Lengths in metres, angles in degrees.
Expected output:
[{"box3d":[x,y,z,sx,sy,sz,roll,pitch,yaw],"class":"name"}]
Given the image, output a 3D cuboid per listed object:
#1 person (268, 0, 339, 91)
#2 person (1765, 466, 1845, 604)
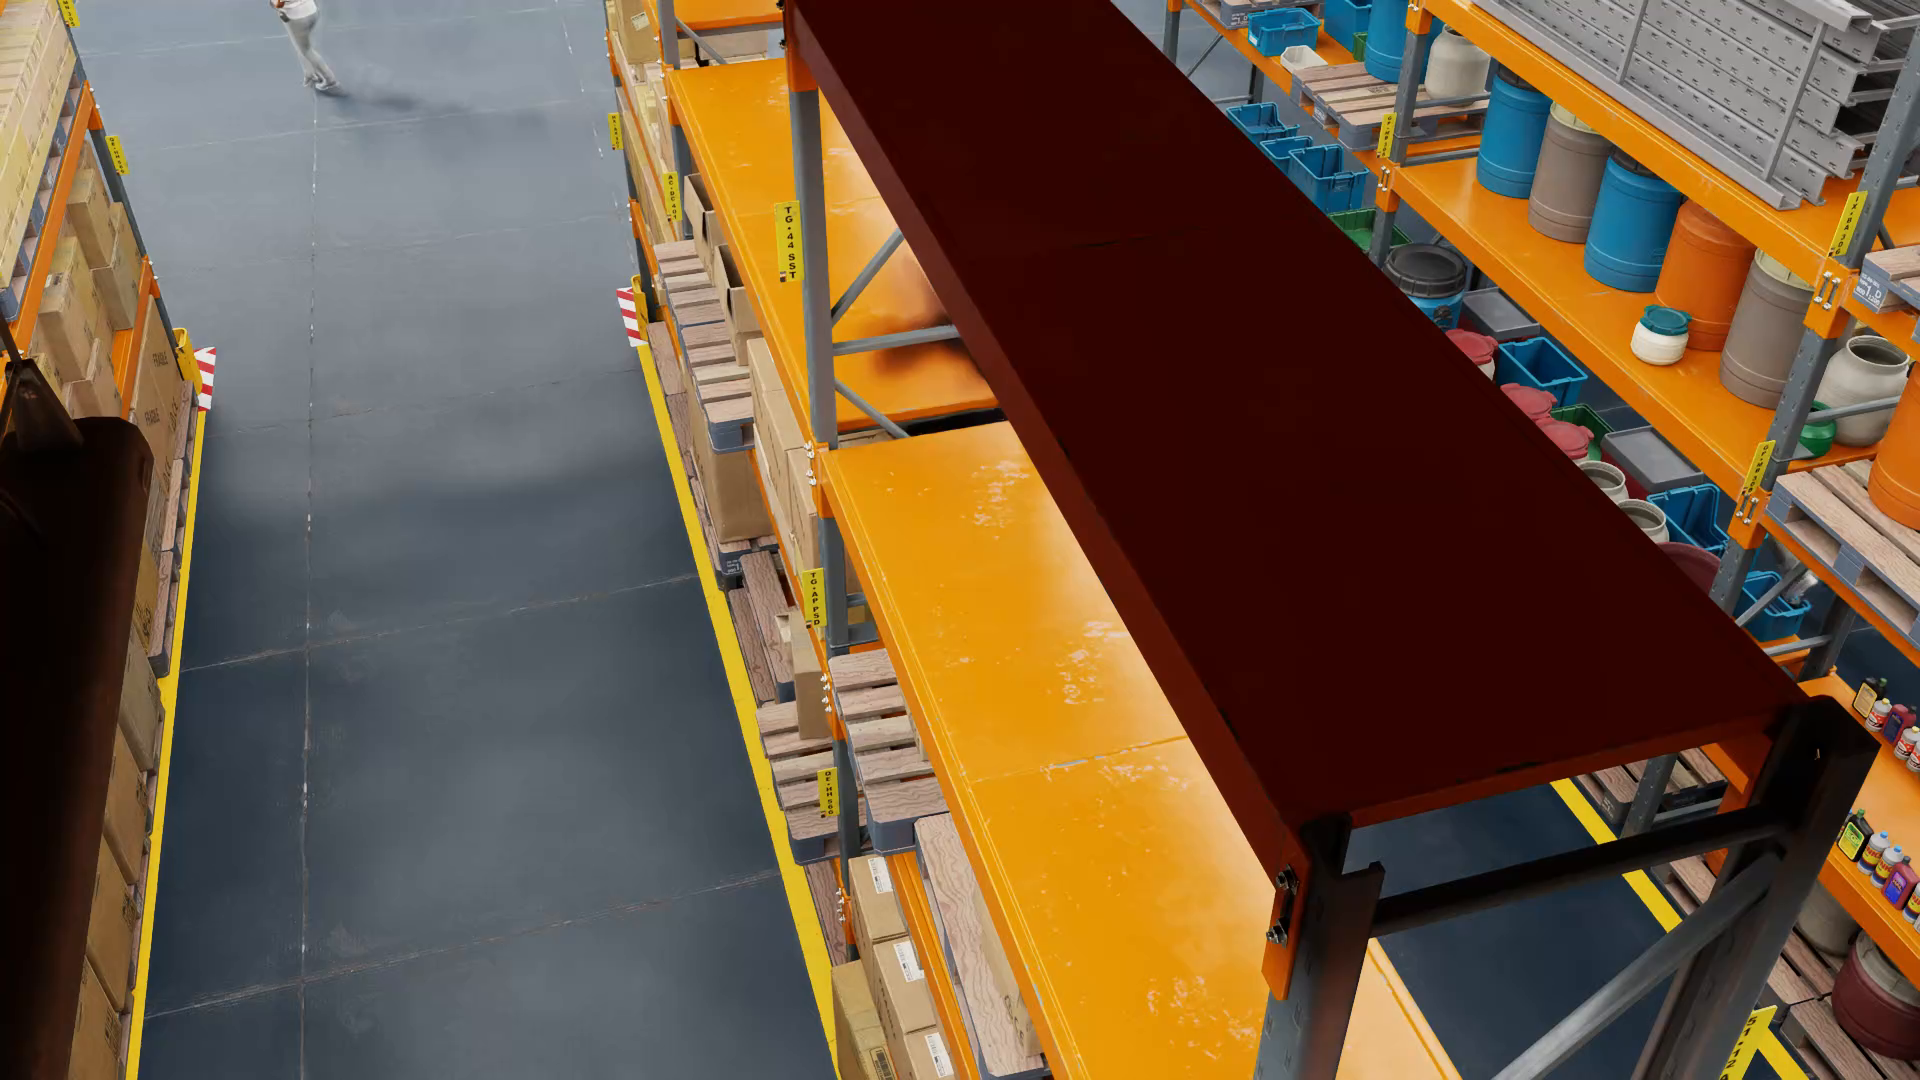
[{"box3d":[-7.538,-5.922,18.999,0.665,1.738,0.590,10,39,12],"class":"person"},{"box3d":[6.098,-0.257,11.836,0.541,1.624,0.553,-15,41,-18],"class":"person"}]
